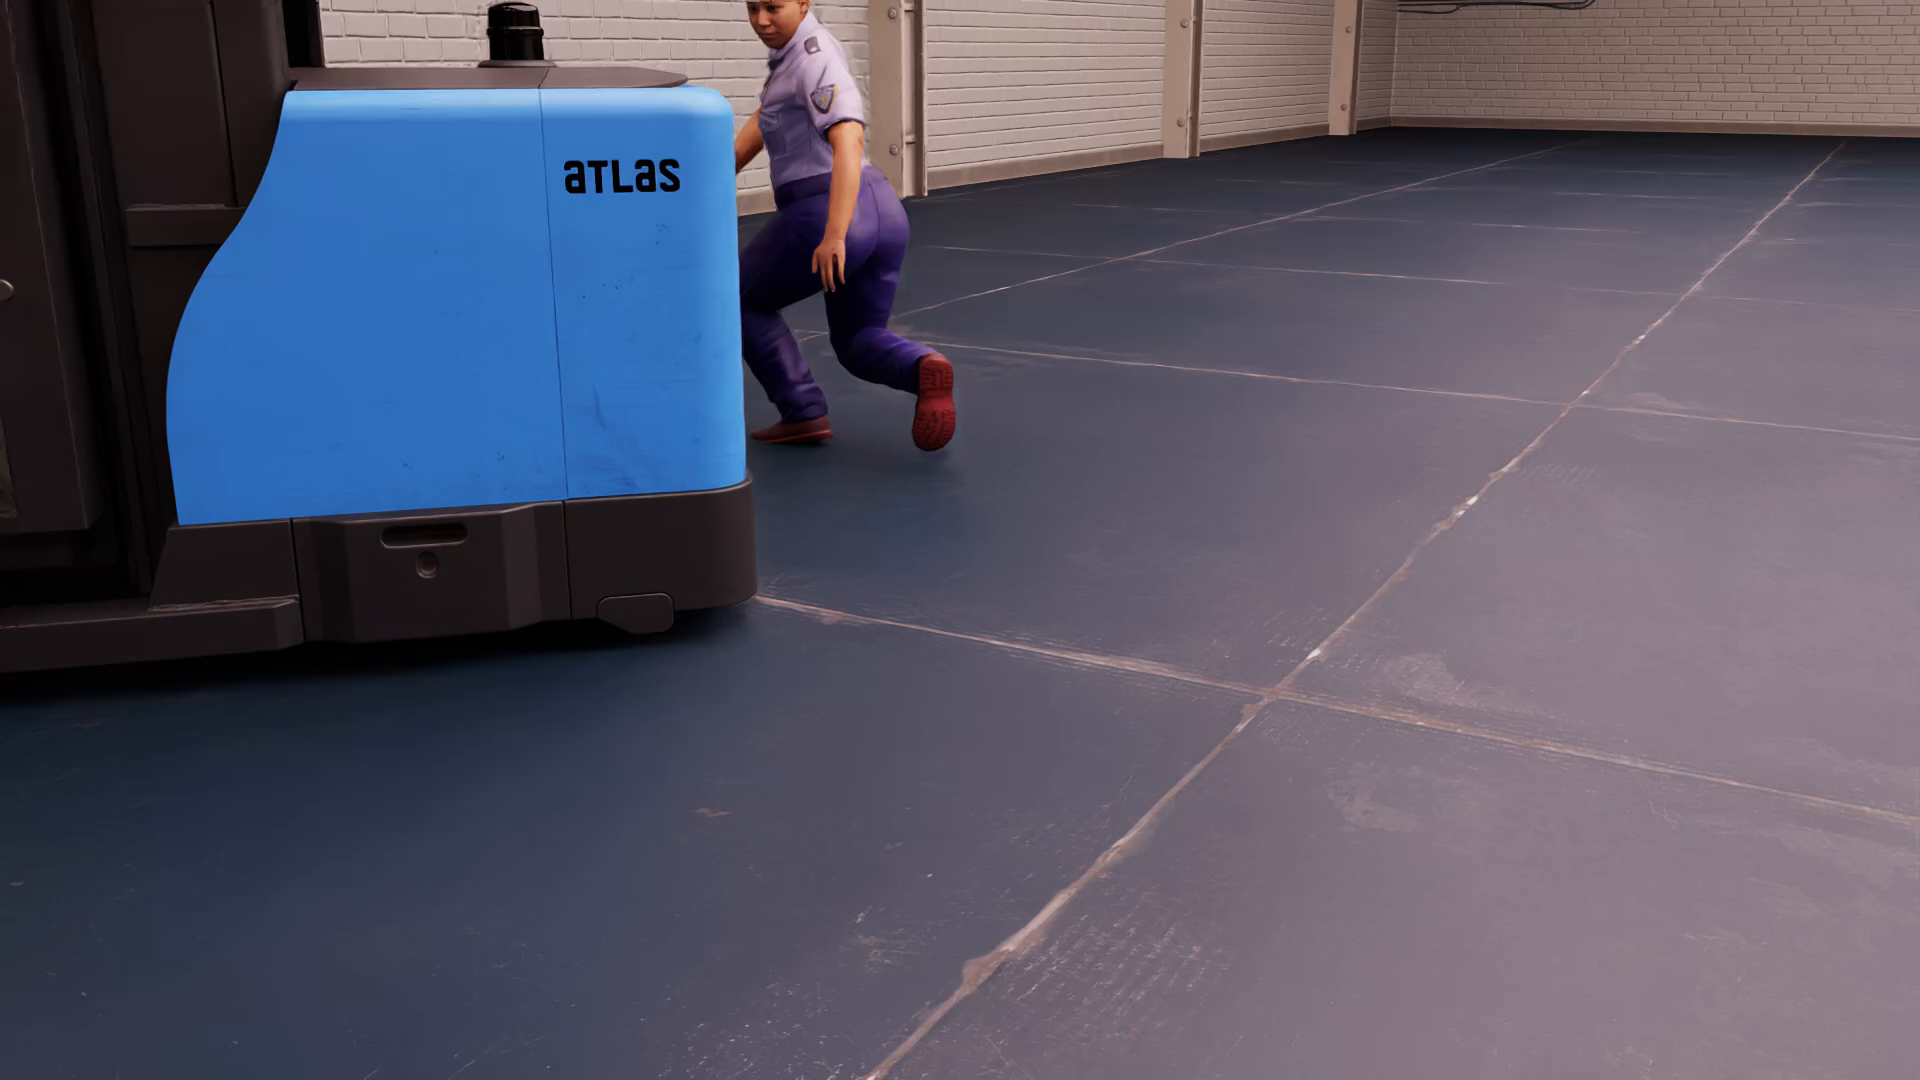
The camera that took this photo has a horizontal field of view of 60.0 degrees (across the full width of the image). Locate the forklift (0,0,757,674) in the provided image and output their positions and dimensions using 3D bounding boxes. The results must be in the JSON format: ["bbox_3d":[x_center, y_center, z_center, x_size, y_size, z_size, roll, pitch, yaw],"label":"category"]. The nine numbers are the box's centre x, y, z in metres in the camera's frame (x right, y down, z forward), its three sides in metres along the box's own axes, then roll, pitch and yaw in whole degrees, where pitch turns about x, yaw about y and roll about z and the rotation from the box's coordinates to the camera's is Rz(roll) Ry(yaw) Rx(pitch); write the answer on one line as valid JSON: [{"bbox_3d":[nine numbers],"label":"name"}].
[{"bbox_3d":[-1.993,-1.239,3.059,3.031,2.935,1.130,-4,17,-15],"label":"forklift"}]

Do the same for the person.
[{"bbox_3d":[-0.398,-0.928,4.770,0.845,1.433,0.589,8,18,26],"label":"person"}]
